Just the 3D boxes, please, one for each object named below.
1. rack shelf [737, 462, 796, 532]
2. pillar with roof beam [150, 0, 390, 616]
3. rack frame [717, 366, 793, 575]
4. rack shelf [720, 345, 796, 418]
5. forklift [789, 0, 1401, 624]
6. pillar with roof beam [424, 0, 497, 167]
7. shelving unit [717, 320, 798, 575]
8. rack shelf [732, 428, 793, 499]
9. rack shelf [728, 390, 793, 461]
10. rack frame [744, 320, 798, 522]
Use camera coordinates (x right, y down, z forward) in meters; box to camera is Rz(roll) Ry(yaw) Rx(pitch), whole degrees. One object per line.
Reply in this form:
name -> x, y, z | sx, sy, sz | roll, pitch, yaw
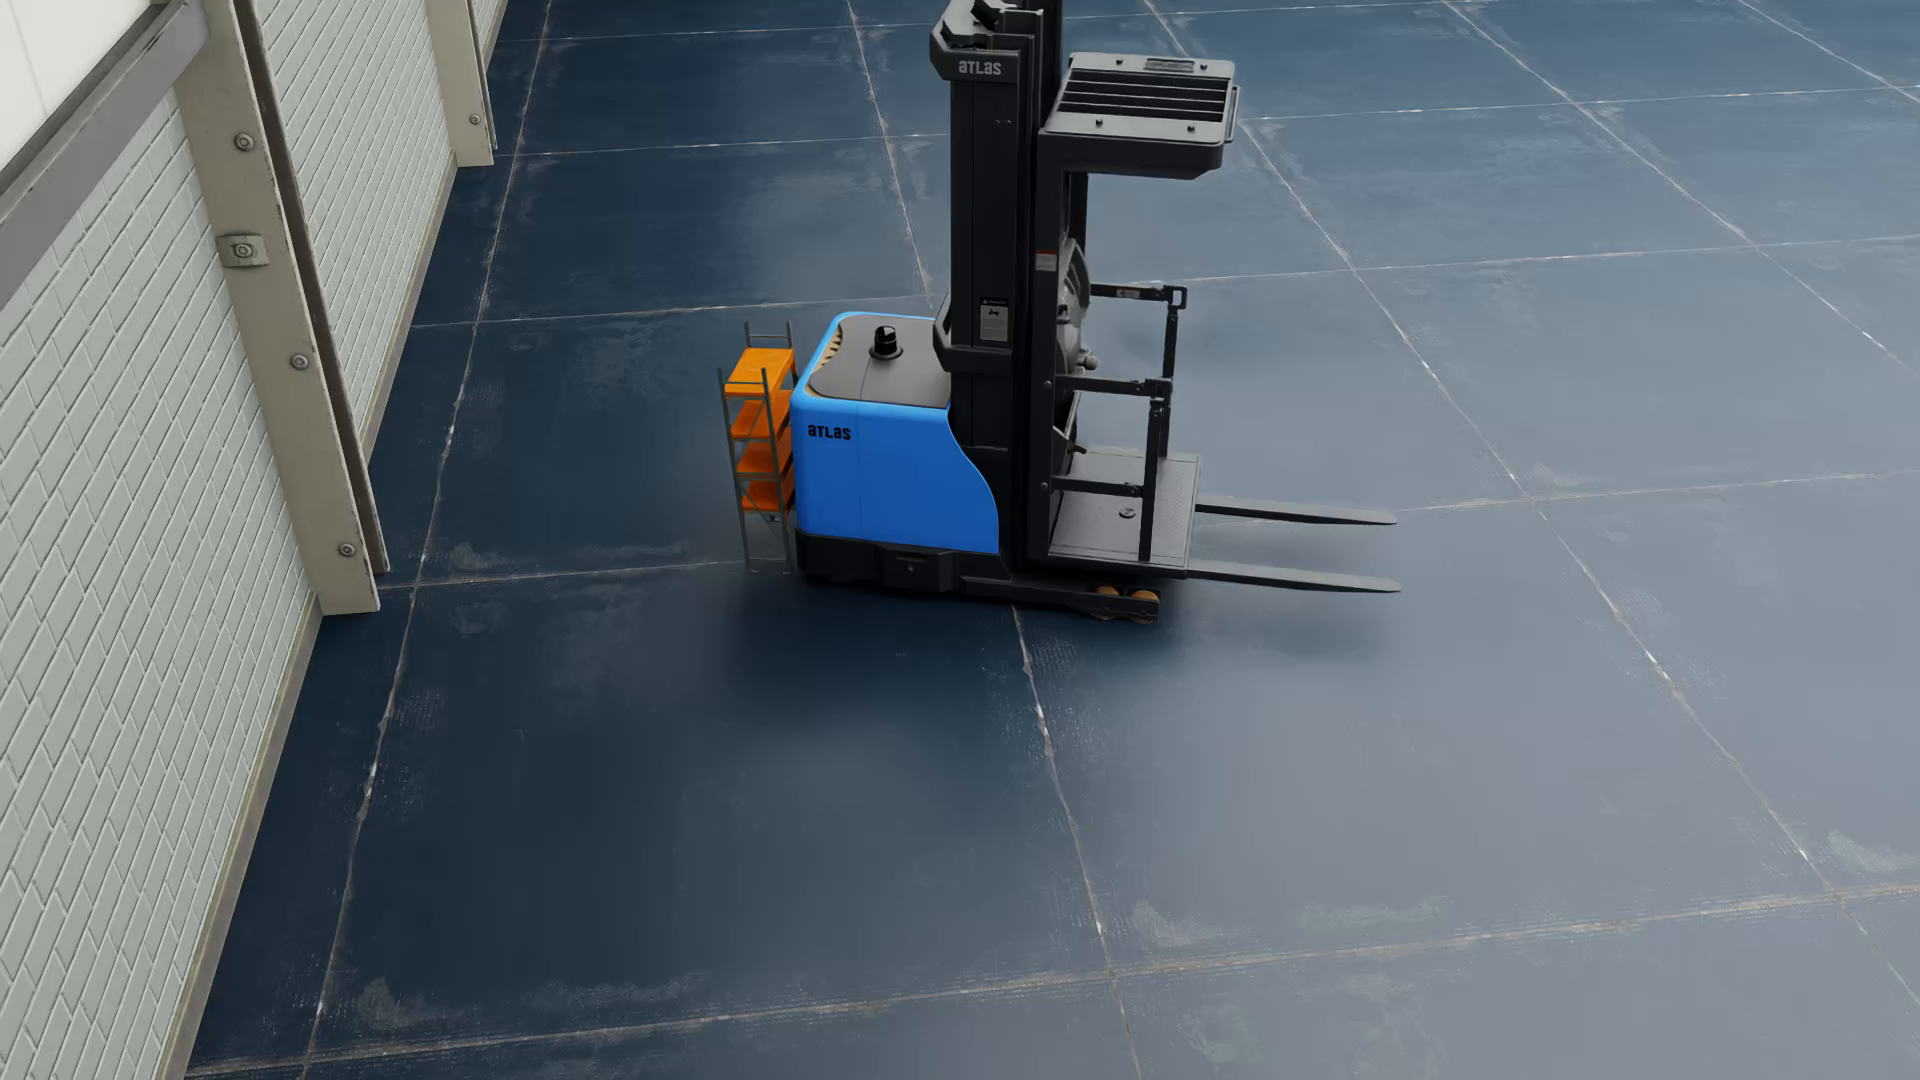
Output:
rack shelf -> -0.962, -0.241, 8.627 | 0.258, 0.148, 0.480 | 3, 34, 9
pillar with roof beam -> 1.165, -3.787, 6.444 | 9.100, 9.000, 0.400 | -4, 35, -6
rack frame -> -1.014, -0.327, 8.280 | 0.240, 1.200, 0.015 | 3, 34, 9
rack shelf -> -0.996, -0.788, 8.261 | 0.258, 0.148, 0.480 | 3, 34, 9
forklift -> 0.728, -1.120, 7.919 | 3.031, 2.935, 1.130 | 6, 35, 9
pillar with roof beam -> 0.359, -7.135, 11.357 | 9.100, 9.000, 0.400 | -4, 35, -6
shelving unit -> -0.976, -0.462, 8.479 | 0.258, 1.200, 0.503 | 3, 34, 9
rack shelf -> -0.972, -0.406, 8.517 | 0.258, 0.148, 0.480 | 3, 34, 9
rack shelf -> -0.984, -0.592, 8.393 | 0.258, 0.148, 0.480 | 3, 34, 9
rack frame -> -0.938, -0.598, 8.679 | 0.240, 1.200, 0.015 | 3, 34, 9
